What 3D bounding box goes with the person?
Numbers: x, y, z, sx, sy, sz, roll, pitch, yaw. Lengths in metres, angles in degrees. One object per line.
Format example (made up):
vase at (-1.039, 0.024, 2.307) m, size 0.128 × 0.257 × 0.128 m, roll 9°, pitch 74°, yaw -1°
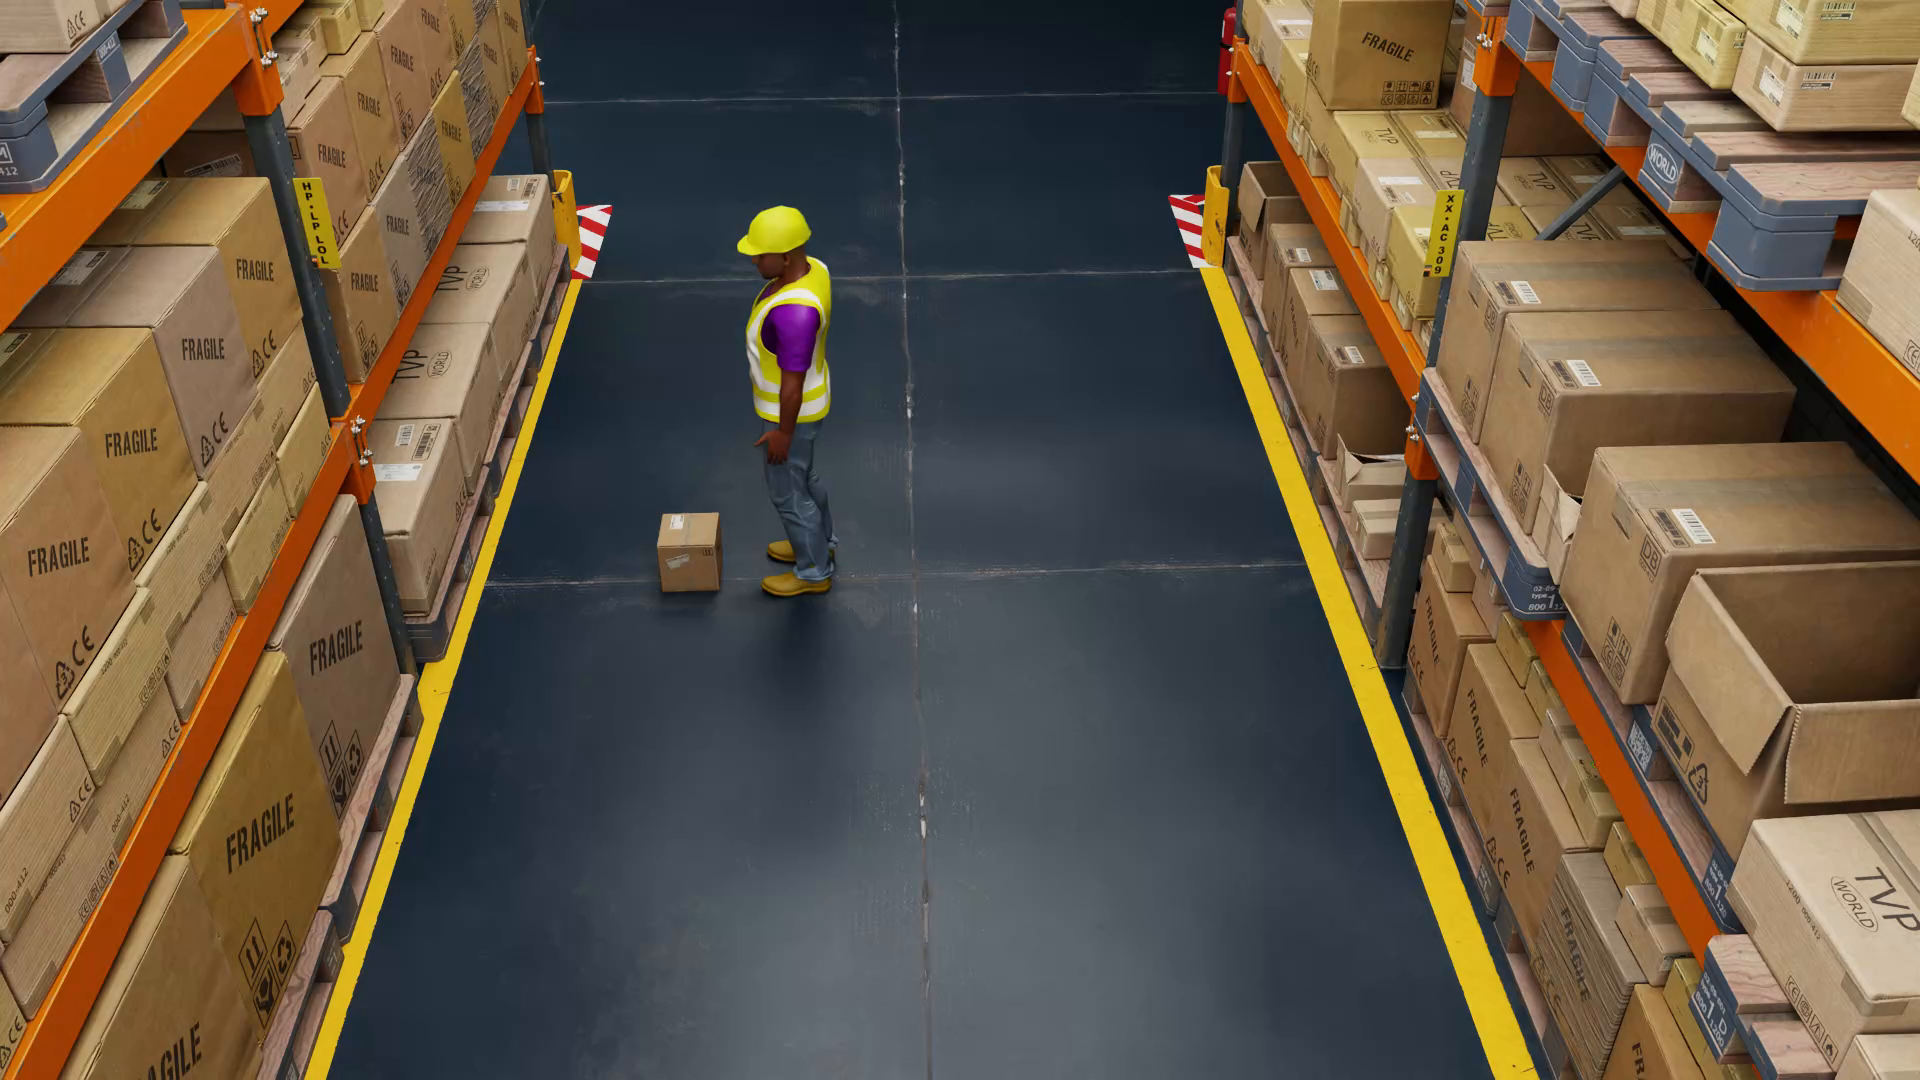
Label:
person at (-0.699, -0.567, 6.934) m, size 0.362 × 1.762 × 0.566 m, roll -1°, pitch 35°, yaw -1°
